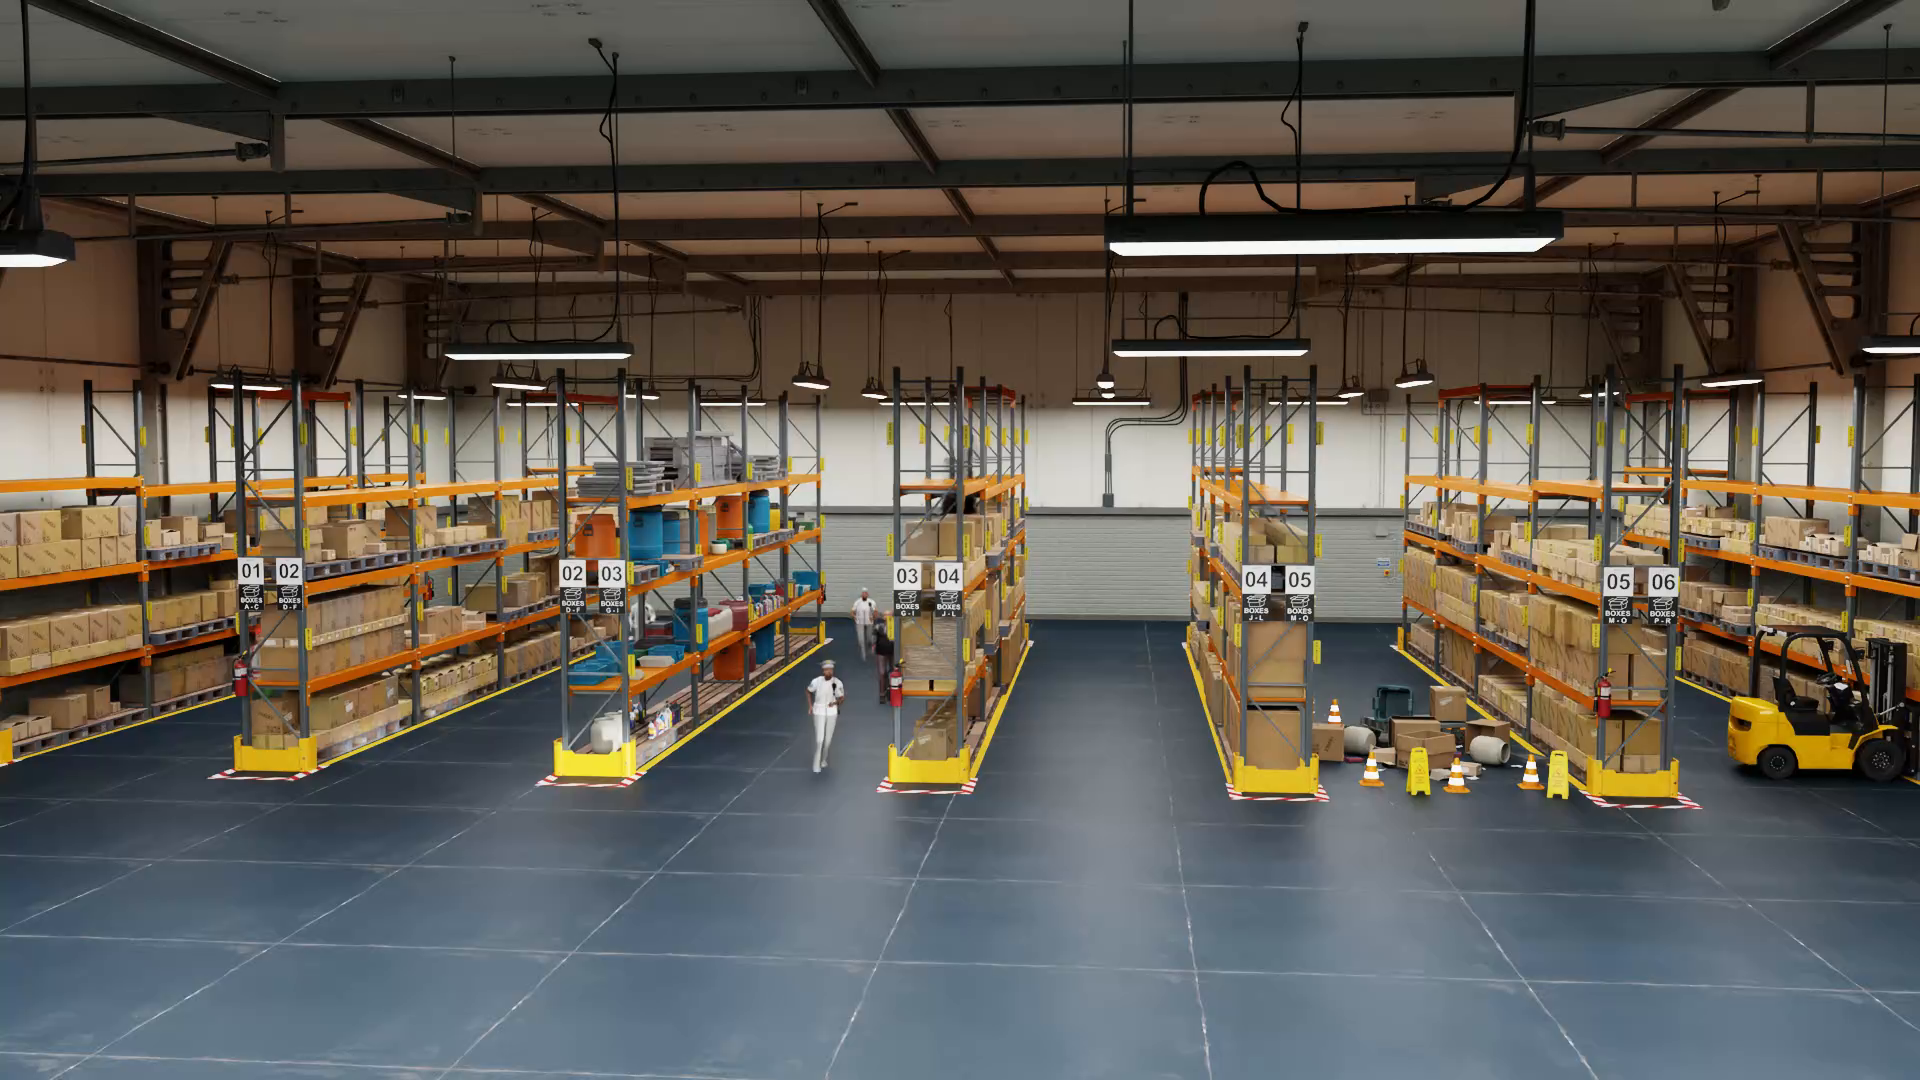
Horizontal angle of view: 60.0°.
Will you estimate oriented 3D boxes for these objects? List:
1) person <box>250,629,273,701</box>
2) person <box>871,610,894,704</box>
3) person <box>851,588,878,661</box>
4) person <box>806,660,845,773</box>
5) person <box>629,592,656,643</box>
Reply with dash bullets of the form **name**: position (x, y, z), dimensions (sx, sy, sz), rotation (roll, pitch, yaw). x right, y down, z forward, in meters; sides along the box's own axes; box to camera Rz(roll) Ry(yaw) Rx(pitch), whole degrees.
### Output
- **person**: position (-11.635, 2.379, 27.825), dimensions (0.669, 1.791, 0.992), rotation (0, 4, 2)
- **person**: position (-1.365, 2.174, 31.306), dimensions (0.656, 1.707, 0.970), rotation (0, 4, 2)
- **person**: position (-2.152, 1.880, 37.244), dimensions (0.595, 1.618, 0.629), rotation (0, 4, -4)
- **person**: position (-2.011, 2.638, 24.923), dimensions (0.566, 1.716, 0.658), rotation (-1, 4, -10)
- **person**: position (-6.944, 1.939, 36.285), dimensions (0.616, 1.647, 0.554), rotation (0, 4, -8)
